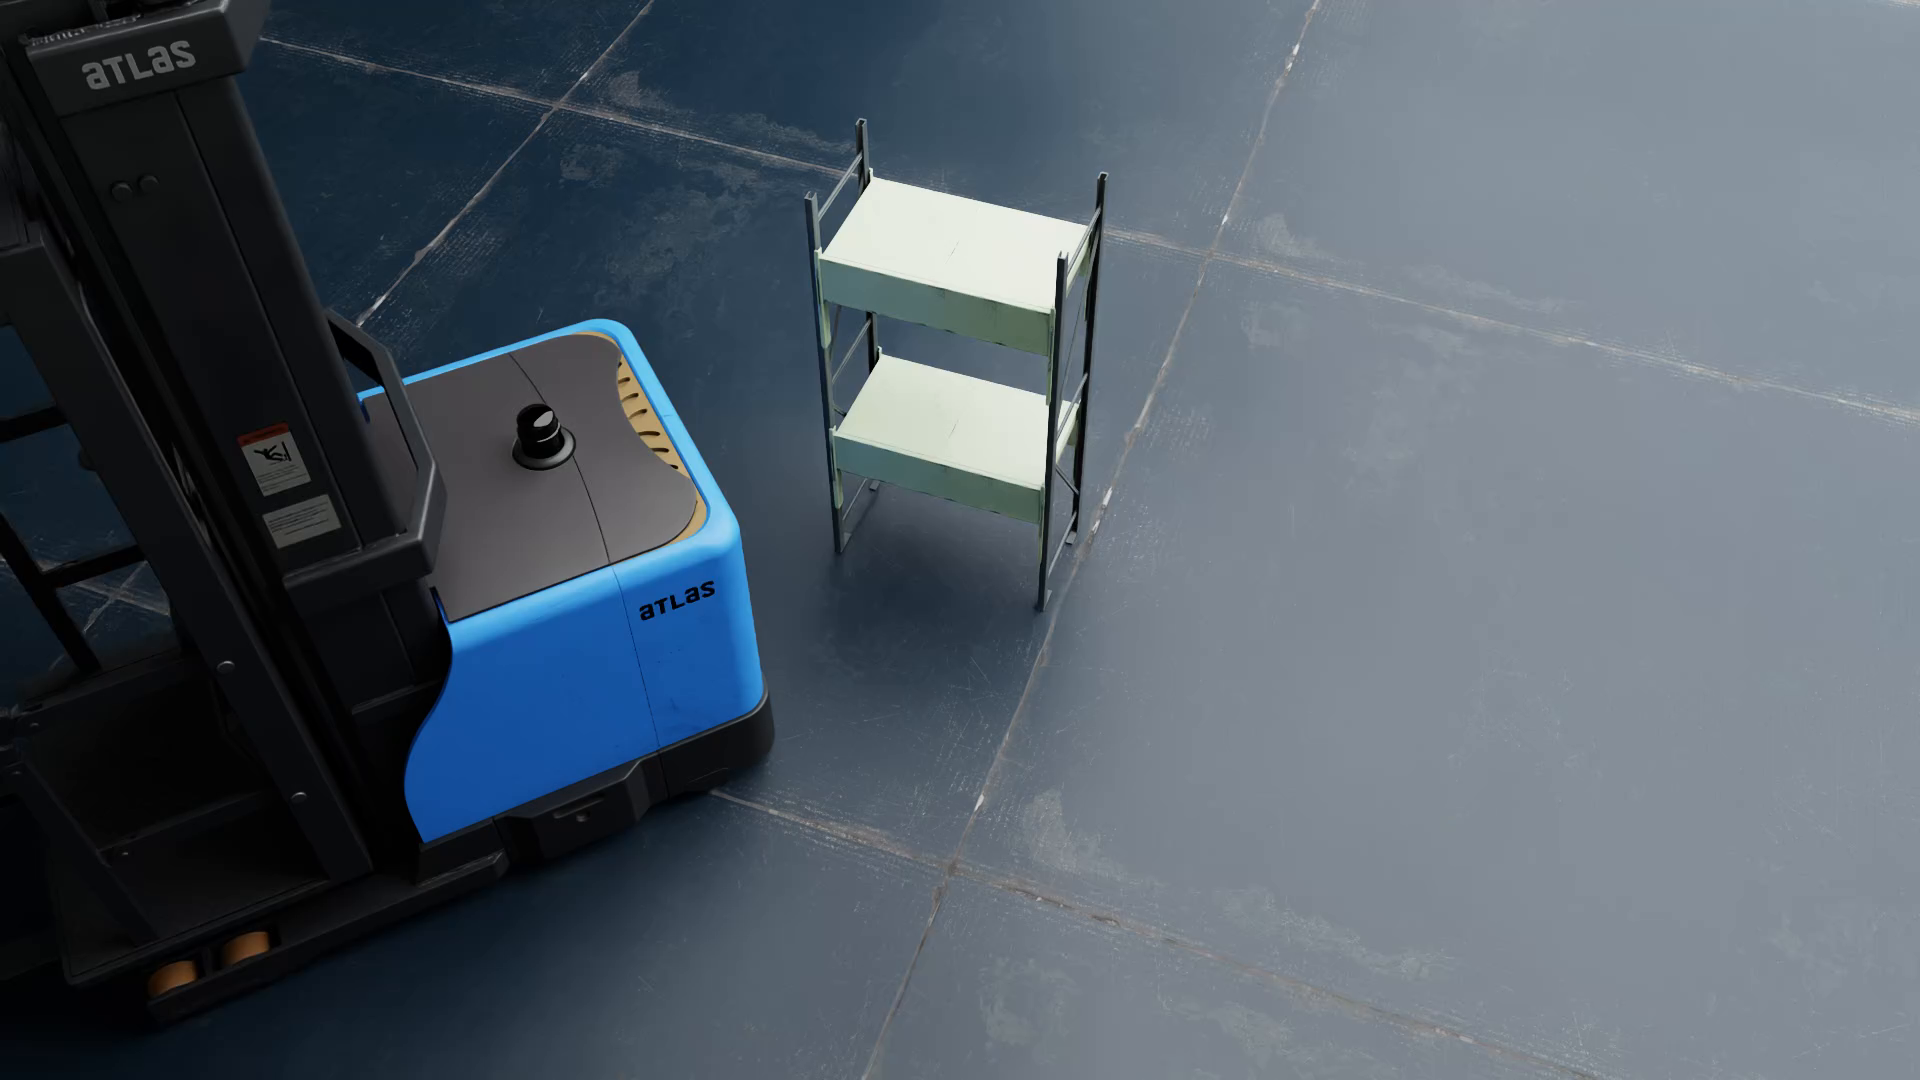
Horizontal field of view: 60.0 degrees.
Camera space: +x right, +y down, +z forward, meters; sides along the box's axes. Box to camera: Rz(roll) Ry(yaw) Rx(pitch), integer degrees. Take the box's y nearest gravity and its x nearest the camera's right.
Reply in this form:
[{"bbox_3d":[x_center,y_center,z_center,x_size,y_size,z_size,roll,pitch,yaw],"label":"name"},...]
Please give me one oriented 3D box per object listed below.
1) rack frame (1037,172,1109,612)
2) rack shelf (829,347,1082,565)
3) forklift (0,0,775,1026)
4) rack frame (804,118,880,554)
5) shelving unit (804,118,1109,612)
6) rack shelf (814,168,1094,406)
[{"bbox_3d":[0.337,-0.397,5.102,0.023,1.500,0.400,16,51,13],"label":"rack frame"},{"bbox_3d":[-0.006,-0.279,5.431,0.720,0.370,0.431,16,51,13],"label":"rack shelf"},{"bbox_3d":[-2.122,-0.103,3.900,3.031,2.935,1.130,-21,52,-17],"label":"forklift"},{"bbox_3d":[-0.350,-0.589,5.268,0.023,1.500,0.400,16,51,13],"label":"rack frame"},{"bbox_3d":[-0.006,-0.493,5.185,0.755,1.500,0.431,16,51,13],"label":"shelving unit"},{"bbox_3d":[-0.006,-0.749,4.890,0.720,0.370,0.431,16,51,13],"label":"rack shelf"}]
